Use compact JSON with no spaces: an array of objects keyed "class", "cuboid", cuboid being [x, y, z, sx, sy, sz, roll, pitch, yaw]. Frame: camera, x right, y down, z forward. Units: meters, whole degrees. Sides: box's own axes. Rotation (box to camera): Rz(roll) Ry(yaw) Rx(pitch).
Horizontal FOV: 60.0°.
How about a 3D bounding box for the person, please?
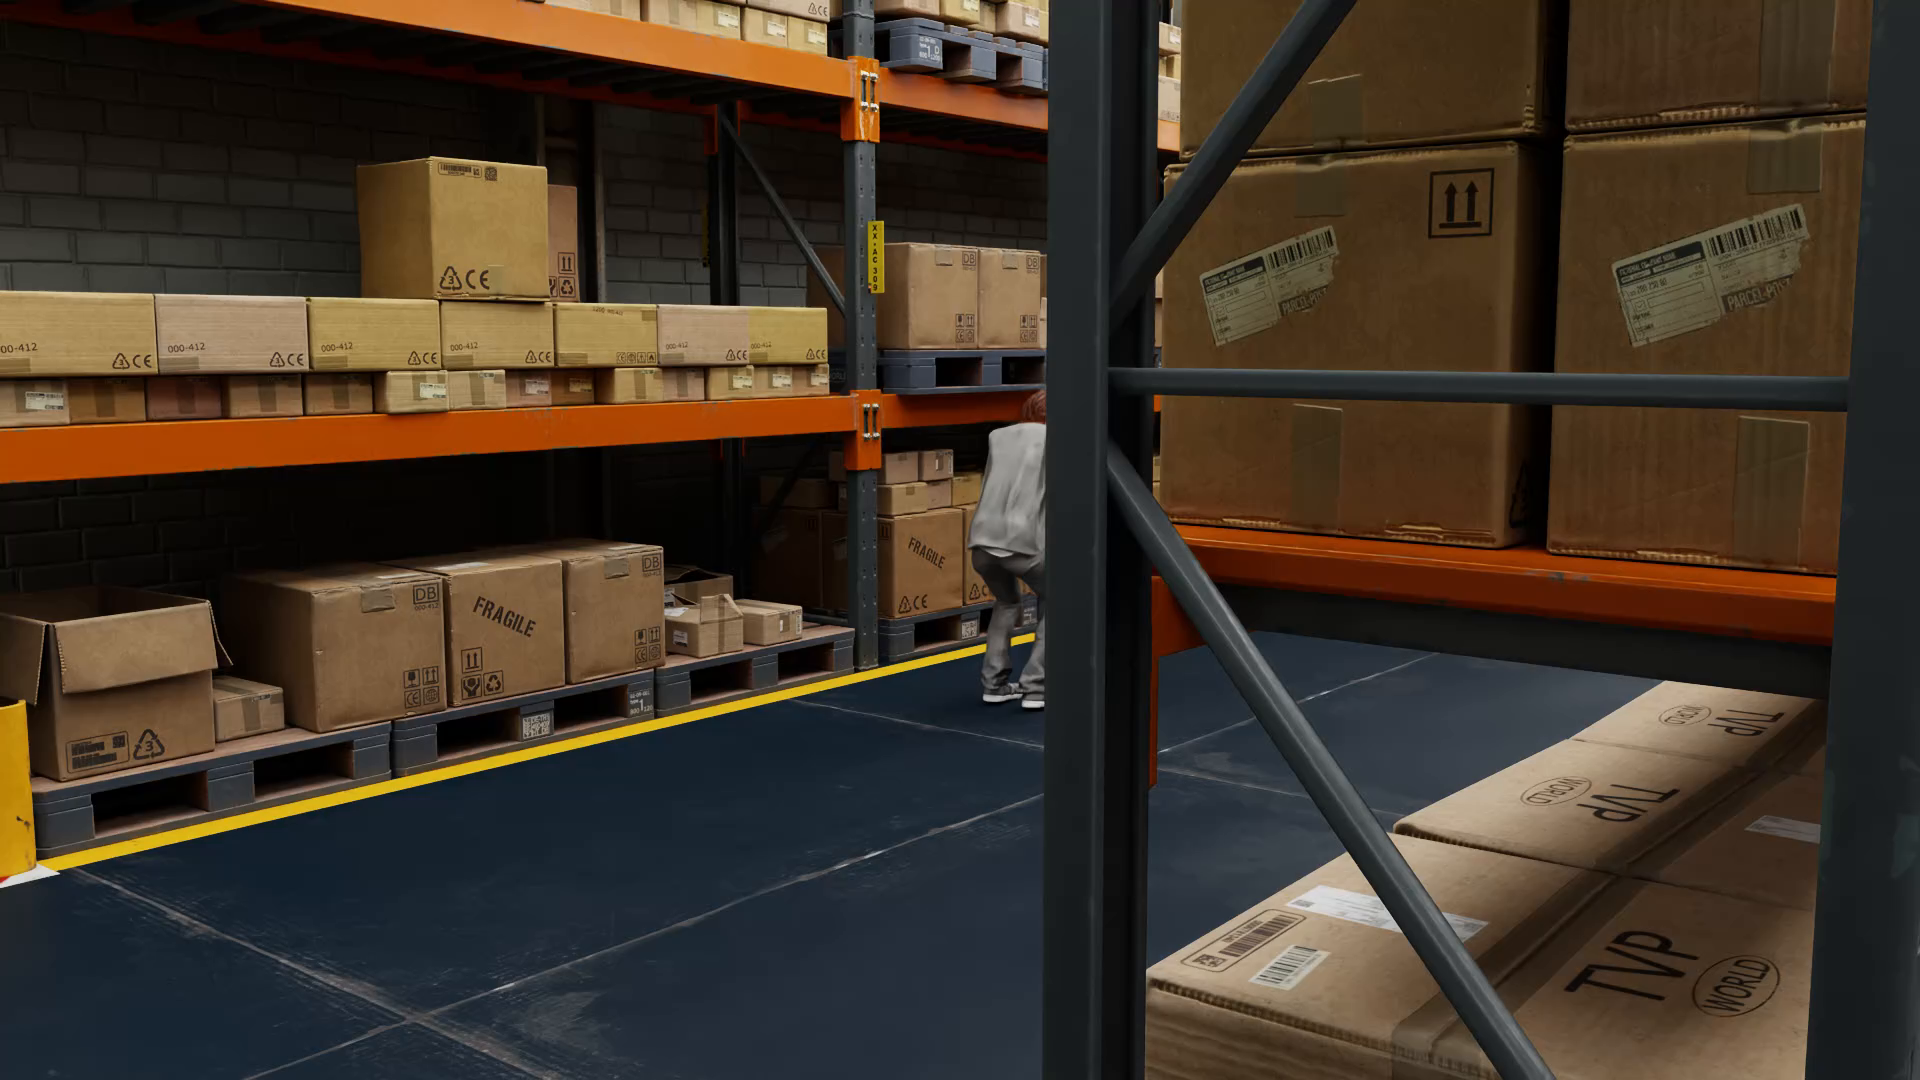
[{"class":"person","cuboid":[0.262,0.047,7.135,0.461,1.328,0.621,5,9,36]}]
